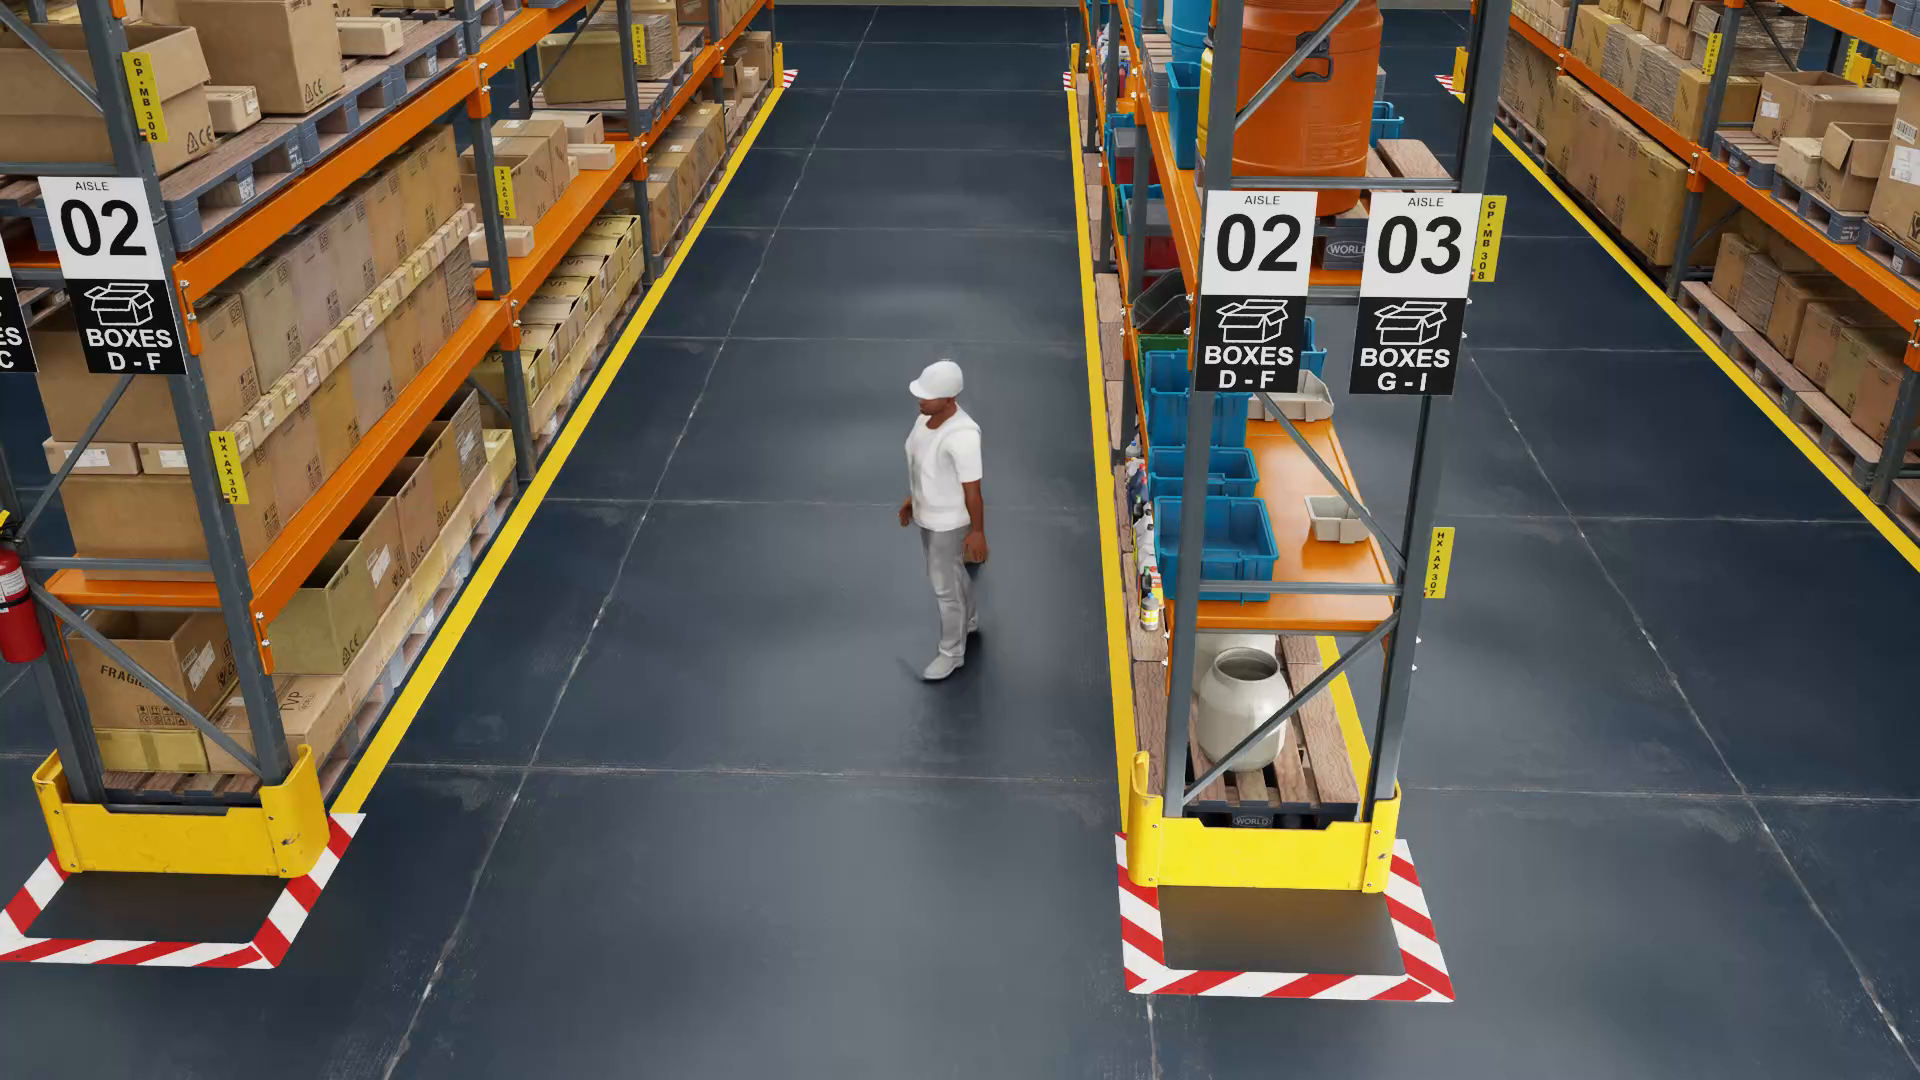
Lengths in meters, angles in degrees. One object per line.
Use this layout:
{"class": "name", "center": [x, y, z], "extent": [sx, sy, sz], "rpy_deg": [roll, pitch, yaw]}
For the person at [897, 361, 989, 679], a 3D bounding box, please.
{"class": "person", "center": [-0.077, -0.170, 8.912], "extent": [0.468, 1.755, 0.707], "rpy_deg": [-9, 29, -16]}
